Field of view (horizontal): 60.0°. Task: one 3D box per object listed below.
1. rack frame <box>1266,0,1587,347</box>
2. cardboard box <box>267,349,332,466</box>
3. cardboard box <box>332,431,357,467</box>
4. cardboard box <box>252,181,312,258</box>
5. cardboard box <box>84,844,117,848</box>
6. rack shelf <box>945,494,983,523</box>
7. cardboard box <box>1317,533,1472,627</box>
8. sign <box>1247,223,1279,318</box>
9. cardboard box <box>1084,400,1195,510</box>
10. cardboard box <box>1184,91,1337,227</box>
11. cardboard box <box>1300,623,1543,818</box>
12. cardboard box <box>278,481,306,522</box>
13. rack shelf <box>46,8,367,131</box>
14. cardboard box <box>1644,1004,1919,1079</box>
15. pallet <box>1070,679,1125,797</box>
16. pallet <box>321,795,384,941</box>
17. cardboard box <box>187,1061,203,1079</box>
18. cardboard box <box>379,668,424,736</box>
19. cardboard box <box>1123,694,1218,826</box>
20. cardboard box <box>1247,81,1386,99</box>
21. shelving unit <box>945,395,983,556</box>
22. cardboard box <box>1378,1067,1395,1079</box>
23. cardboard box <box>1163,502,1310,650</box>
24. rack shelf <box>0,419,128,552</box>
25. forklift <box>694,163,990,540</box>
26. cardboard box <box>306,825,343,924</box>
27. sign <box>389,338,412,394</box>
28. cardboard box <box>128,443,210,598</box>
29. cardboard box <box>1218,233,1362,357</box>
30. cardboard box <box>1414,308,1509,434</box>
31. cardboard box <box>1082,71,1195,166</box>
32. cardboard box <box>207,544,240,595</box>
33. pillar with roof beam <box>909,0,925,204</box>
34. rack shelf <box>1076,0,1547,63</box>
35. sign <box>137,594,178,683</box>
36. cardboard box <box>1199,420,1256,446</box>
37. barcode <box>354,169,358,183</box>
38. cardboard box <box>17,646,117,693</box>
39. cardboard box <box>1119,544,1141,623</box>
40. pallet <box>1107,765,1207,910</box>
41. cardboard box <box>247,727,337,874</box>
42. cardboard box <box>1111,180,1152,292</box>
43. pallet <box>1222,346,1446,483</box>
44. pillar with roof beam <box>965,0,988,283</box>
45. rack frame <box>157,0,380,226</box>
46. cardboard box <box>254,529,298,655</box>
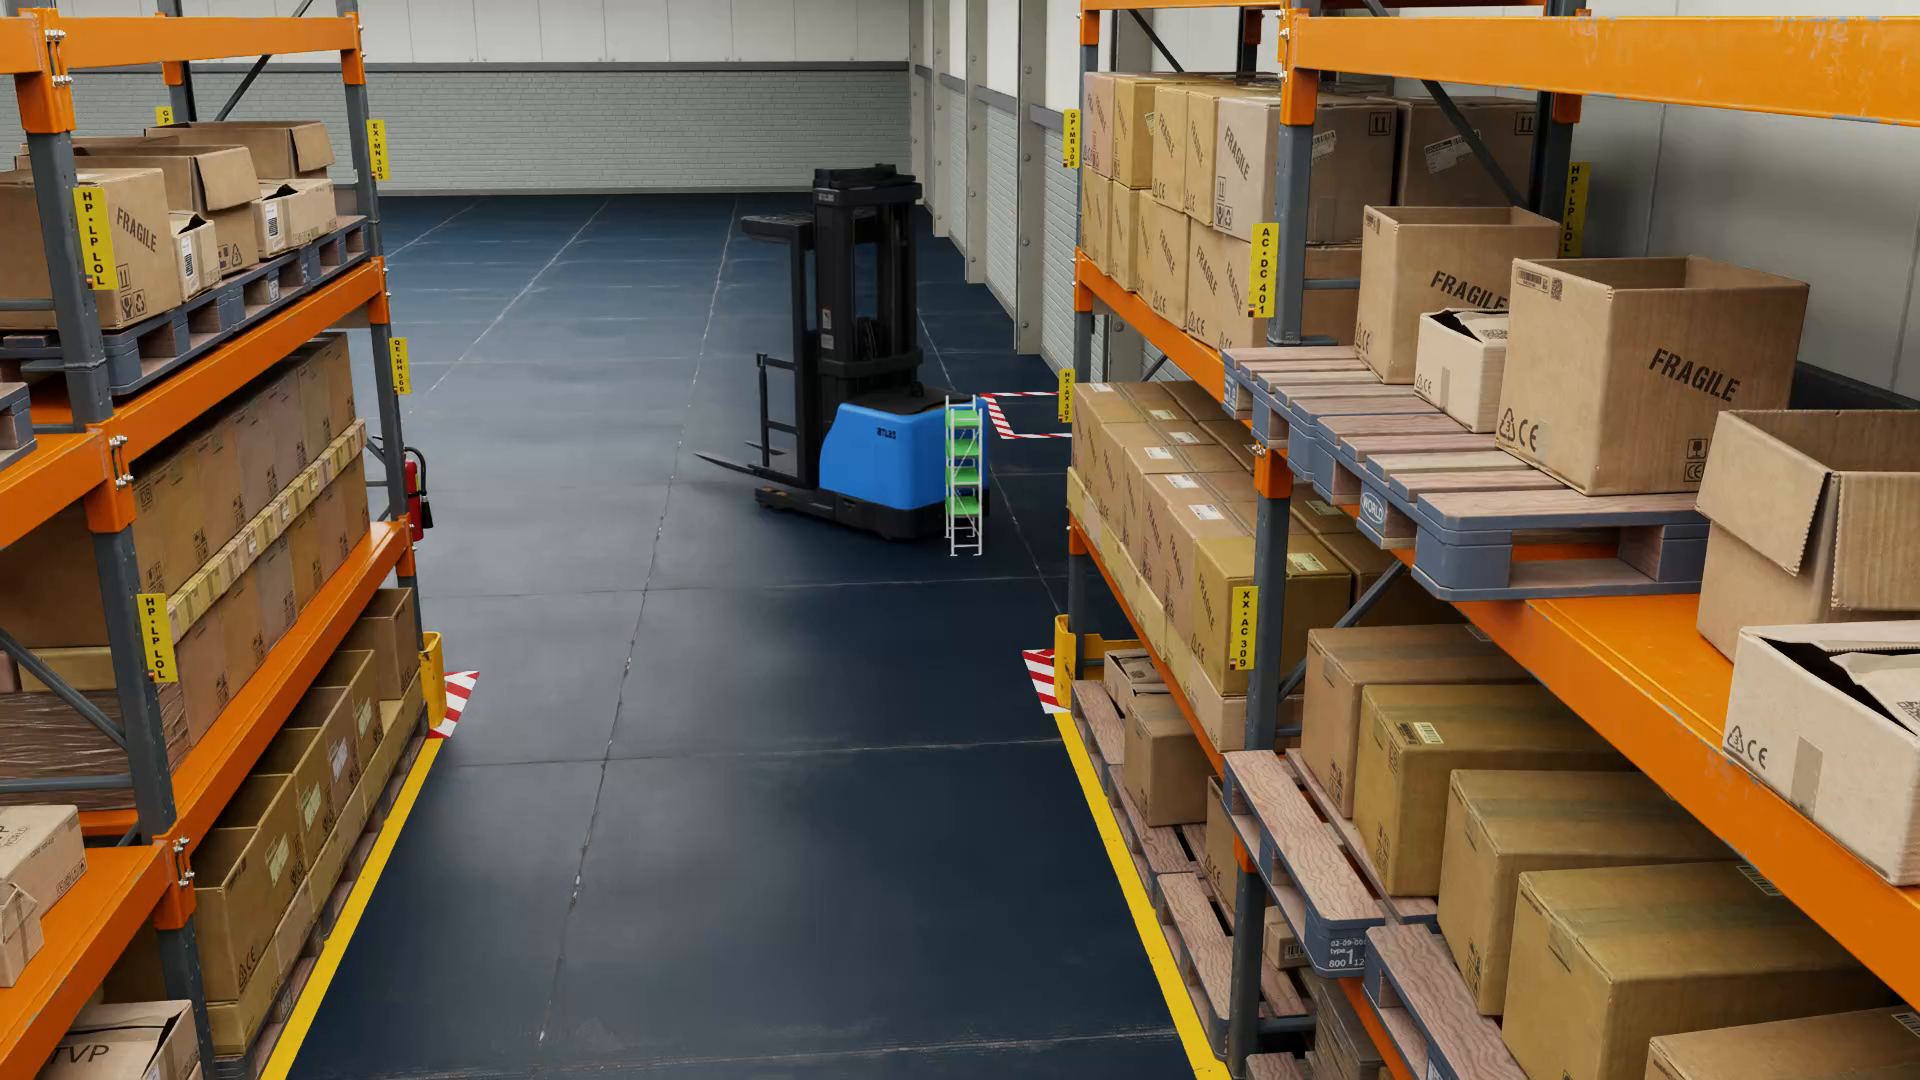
[{"bbox_3d":[1.596,-2.140,5.470,1.000,3.000,0.127,-2,18,-6],"label":"rack frame"},{"bbox_3d":[-3.643,-0.670,8.471,0.700,0.500,0.500,-2,18,-7],"label":"cardboard box"},{"bbox_3d":[-3.486,-0.486,8.969,0.380,0.149,0.250,-1,17,-4],"label":"cardboard box"},{"bbox_3d":[-3.305,-1.470,7.559,0.500,0.311,0.500,0,17,1],"label":"cardboard box"},{"bbox_3d":[-3.636,1.350,7.008,0.500,0.500,0.500,-2,18,-6],"label":"cardboard box"},{"bbox_3d":[0.028,-0.229,13.418,0.258,0.148,0.480,-2,18,-5],"label":"rack shelf"},{"bbox_3d":[1.755,0.280,6.742,0.500,0.500,0.500,-2,18,-7],"label":"cardboard box"},{"bbox_3d":[1.057,-0.936,5.781,0.100,0.325,0.005,-2,18,-6],"label":"sign"},{"bbox_3d":[0.975,-0.466,9.119,0.500,0.500,0.500,-2,18,-5],"label":"cardboard box"},{"bbox_3d":[1.207,-1.548,6.722,0.500,0.500,0.500,-1,17,-3],"label":"cardboard box"},{"bbox_3d":[1.615,0.617,5.801,0.700,0.500,0.500,-2,18,-5],"label":"cardboard box"},{"bbox_3d":[-3.380,-0.179,7.989,0.380,0.149,0.250,-1,17,-4],"label":"cardboard box"},{"bbox_3d":[-3.537,-2.048,7.044,1.077,0.370,4.000,-2,18,-6],"label":"rack shelf"},{"bbox_3d":[1.866,1.351,3.464,0.700,0.500,0.500,-3,18,-11],"label":"cardboard box"},{"bbox_3d":[1.240,1.127,9.735,1.003,0.211,1.213,-2,18,-6],"label":"pallet"},{"bbox_3d":[-3.500,1.604,8.214,1.003,0.211,1.213,-2,18,-6],"label":"pallet"},{"bbox_3d":[-3.000,2.103,5.861,0.500,0.250,0.500,-2,18,-6],"label":"cardboard box"},{"bbox_3d":[-3.394,0.947,9.542,0.500,0.250,0.500,-2,18,-6],"label":"cardboard box"},{"bbox_3d":[1.250,1.112,8.565,0.700,0.500,0.500,-3,18,-9],"label":"cardboard box"},{"bbox_3d":[1.628,-1.855,7.699,0.500,0.500,0.500,-2,18,-6],"label":"cardboard box"},{"bbox_3d":[0.028,-0.519,13.327,0.258,1.200,0.503,-2,18,-5],"label":"shelving unit"},{"bbox_3d":[1.792,2.076,5.494,0.700,0.500,0.500,-2,18,-7],"label":"cardboard box"},{"bbox_3d":[1.182,0.147,7.167,0.500,0.500,0.500,-2,18,-6],"label":"cardboard box"},{"bbox_3d":[-3.125,0.385,3.638,1.077,0.370,4.000,-2,18,-6],"label":"rack shelf"},{"bbox_3d":[-1.160,-1.752,14.365,3.031,2.935,1.130,16,24,41],"label":"forklift"},{"bbox_3d":[-3.170,1.542,7.646,0.500,0.250,0.500,-2,18,-6],"label":"cardboard box"},{"bbox_3d":[-3.202,-0.993,9.505,0.100,0.325,0.005,-2,18,-6],"label":"sign"},{"bbox_3d":[-3.436,-0.073,6.568,0.700,0.500,0.500,-2,18,-6],"label":"cardboard box"},{"bbox_3d":[1.298,-0.910,6.358,0.500,0.500,0.500,-1,17,-4],"label":"cardboard box"},{"bbox_3d":[1.636,-0.518,4.758,0.500,0.311,0.500,-1,17,-4],"label":"cardboard box"},{"bbox_3d":[0.982,-2.312,9.158,0.500,0.500,0.500,-3,18,-10],"label":"cardboard box"},{"bbox_3d":[-3.272,0.129,7.009,0.380,0.149,0.250,-2,18,-7],"label":"cardboard box"},{"bbox_3d":[-5.260,-11.955,36.733,9.100,9.000,0.400,-2,18,-6],"label":"pillar with roof beam"},{"bbox_3d":[1.390,-2.391,7.476,1.077,0.370,4.000,-2,18,-6],"label":"rack shelf"},{"bbox_3d":[-2.792,0.342,5.778,0.100,0.325,0.005,-2,18,-6],"label":"sign"},{"bbox_3d":[1.543,-0.327,8.676,0.500,0.500,0.500,-2,18,-7],"label":"cardboard box"},{"bbox_3d":[-3.233,-1.948,8.898,0.001,0.075,0.075,-2,18,-6],"label":"barcode"},{"bbox_3d":[-3.166,0.433,6.039,0.380,0.149,0.250,-2,18,-6],"label":"cardboard box"},{"bbox_3d":[1.082,0.205,8.234,0.500,0.250,0.500,-2,18,-5],"label":"cardboard box"},{"bbox_3d":[1.363,1.489,8.580,1.003,0.211,1.213,-2,18,-6],"label":"pallet"},{"bbox_3d":[-3.171,1.185,7.534,0.500,0.500,0.500,-2,18,-6],"label":"cardboard box"},{"bbox_3d":[1.047,-1.535,8.350,0.500,0.500,0.500,-1,17,-3],"label":"cardboard box"},{"bbox_3d":[1.554,-0.432,5.351,1.213,0.211,1.003,-2,18,-6],"label":"pallet"},{"bbox_3d":[-4.023,-8.380,25.345,9.100,9.000,0.400,-2,18,-6],"label":"pillar with roof beam"},{"bbox_3d":[-3.743,-3.177,8.775,1.000,3.000,0.127,-2,18,-6],"label":"rack frame"},{"bbox_3d":[-3.546,0.238,7.745,0.700,0.500,0.500,-1,17,-4],"label":"cardboard box"}]
